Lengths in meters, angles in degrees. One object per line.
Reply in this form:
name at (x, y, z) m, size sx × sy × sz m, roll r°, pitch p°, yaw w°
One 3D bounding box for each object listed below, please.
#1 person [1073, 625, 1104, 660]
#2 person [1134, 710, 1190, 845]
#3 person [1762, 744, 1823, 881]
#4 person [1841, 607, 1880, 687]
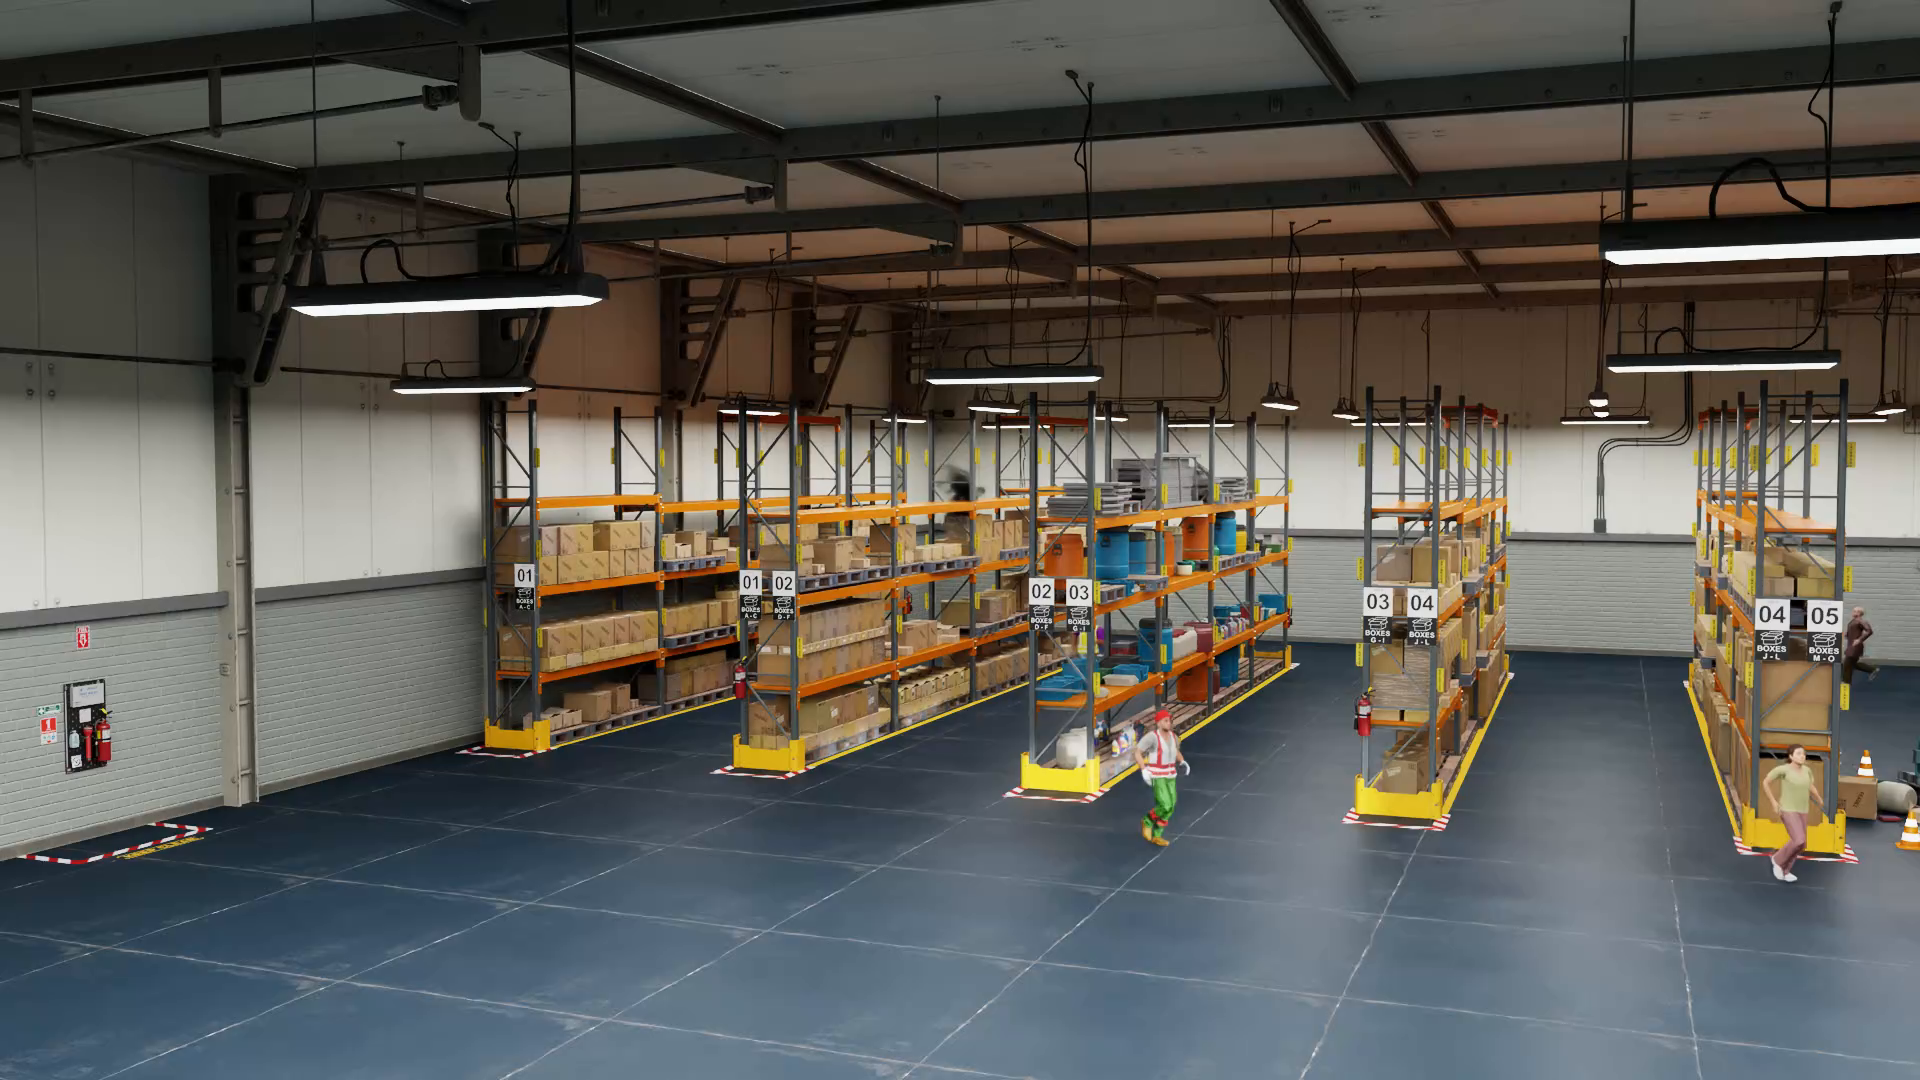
person at (2.682, 2.406, 34.740) m, size 0.672 × 1.831 × 0.775 m, roll 0°, pitch 3°, yaw 8°
person at (2.644, 3.066, 21.460) m, size 0.669 × 1.749 × 0.563 m, roll -2°, pitch 4°, yaw -38°
person at (9.828, 3.215, 19.549) m, size 0.587 × 1.633 × 0.564 m, roll -1°, pitch 3°, yaw -15°
person at (19.597, 2.336, 36.292) m, size 0.942 × 1.765 × 0.723 m, roll 1°, pitch 3°, yaw 15°
